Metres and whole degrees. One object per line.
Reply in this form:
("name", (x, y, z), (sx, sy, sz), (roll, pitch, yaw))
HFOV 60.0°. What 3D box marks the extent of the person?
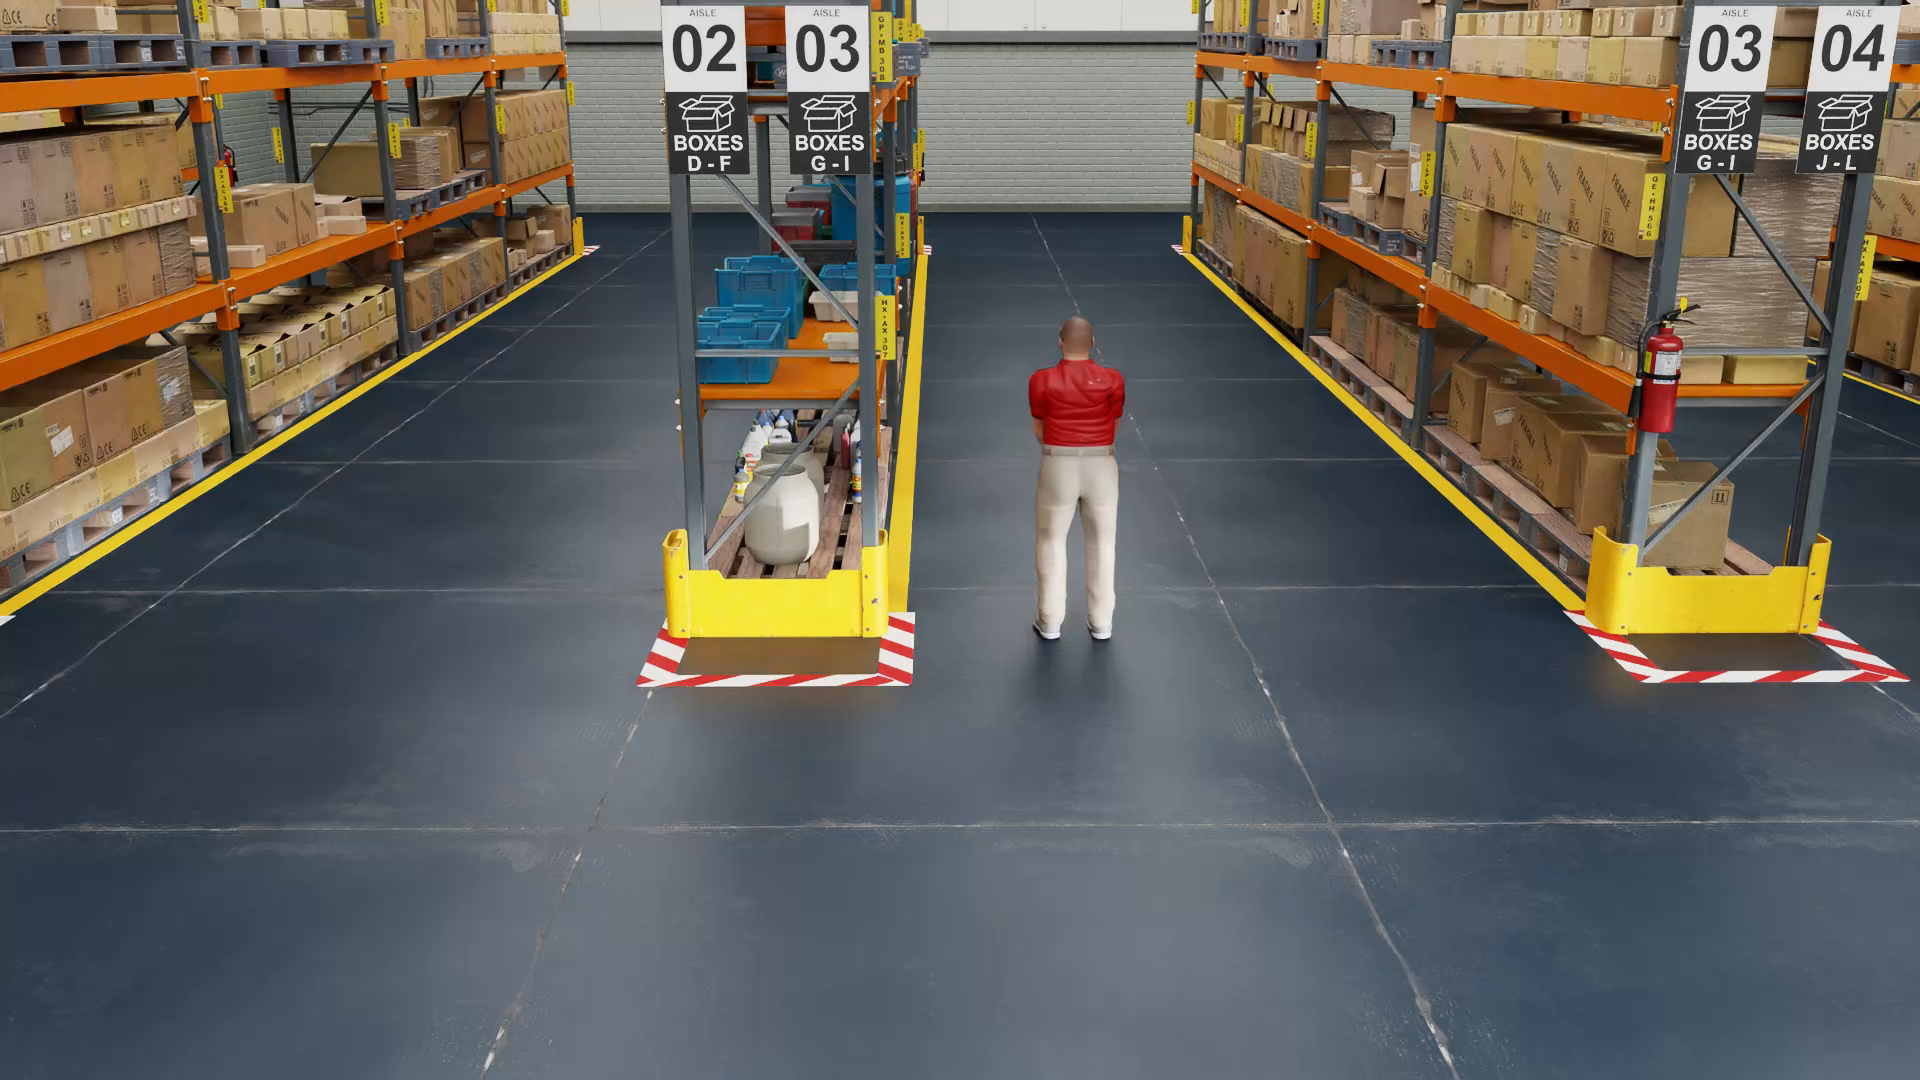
("person", (0.593, -0.347, 8.723), (0.495, 1.715, 0.530), (0, 17, -1))
